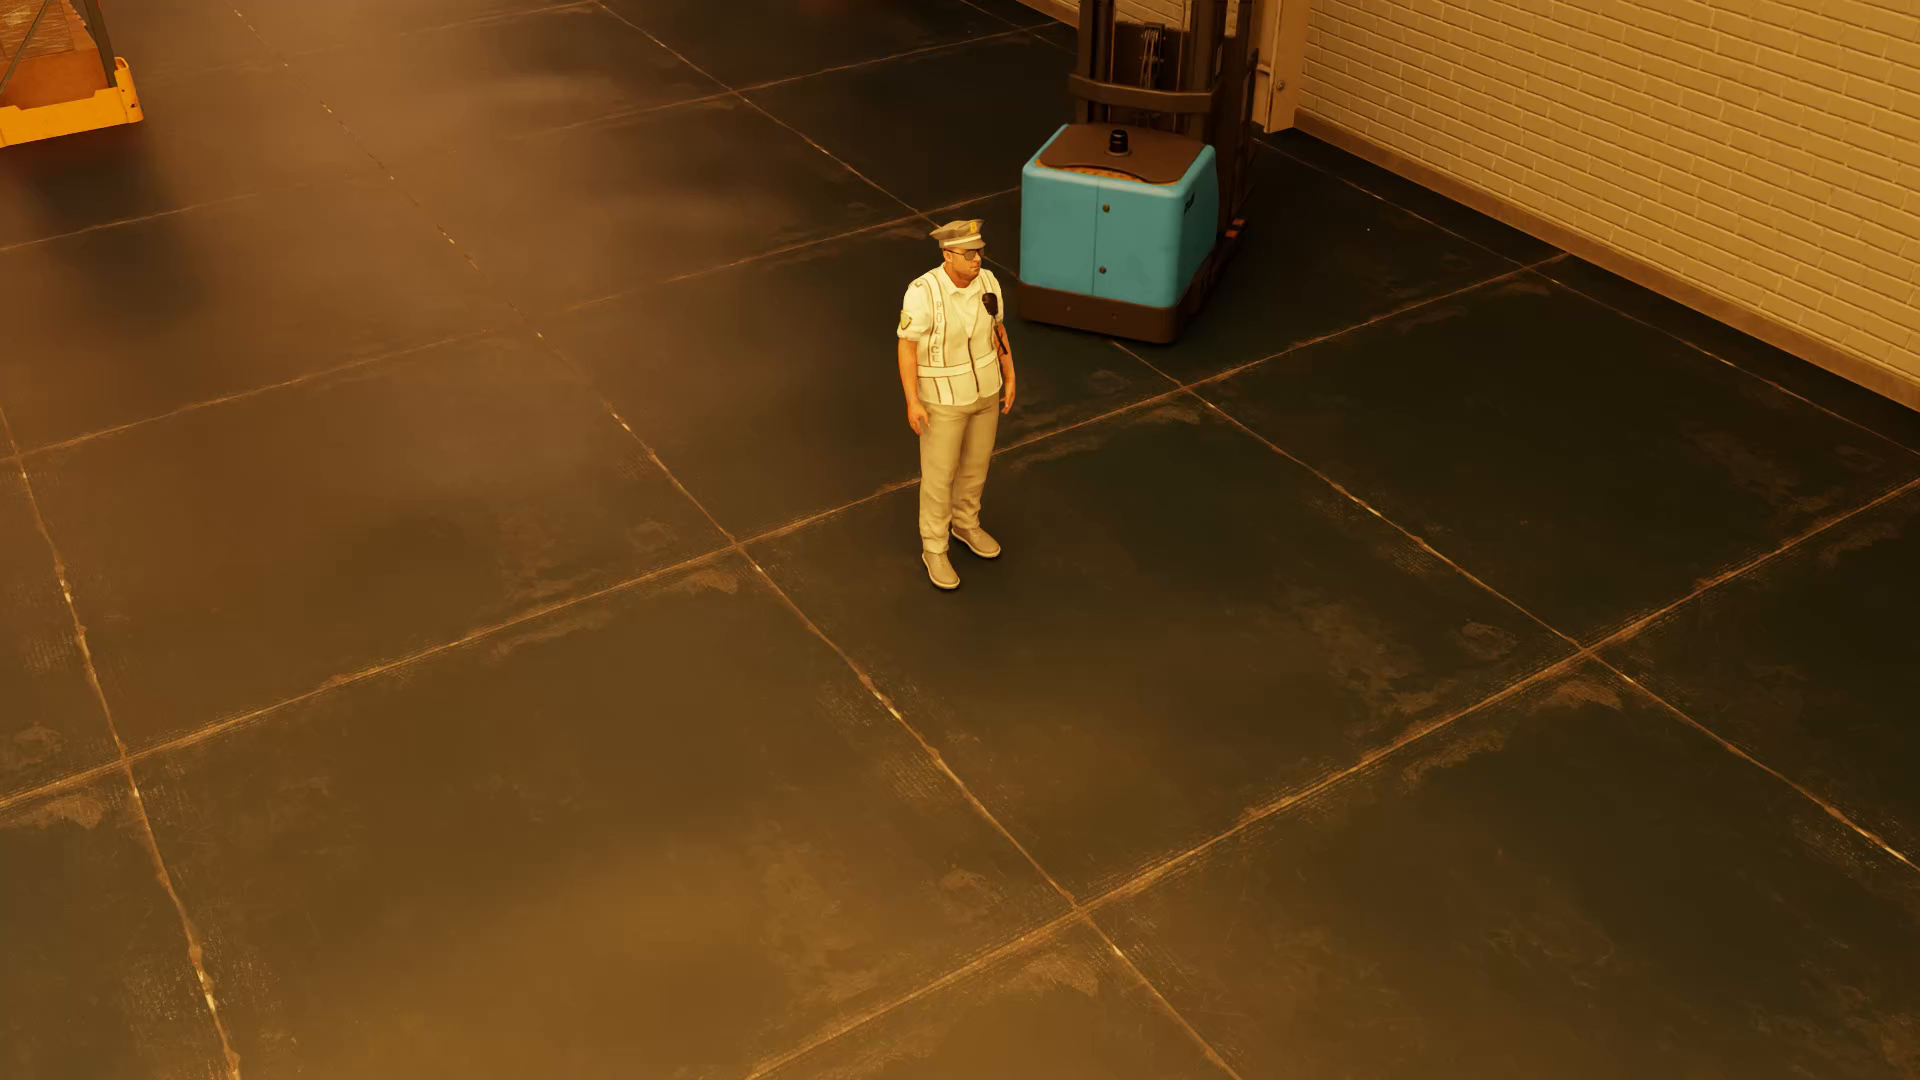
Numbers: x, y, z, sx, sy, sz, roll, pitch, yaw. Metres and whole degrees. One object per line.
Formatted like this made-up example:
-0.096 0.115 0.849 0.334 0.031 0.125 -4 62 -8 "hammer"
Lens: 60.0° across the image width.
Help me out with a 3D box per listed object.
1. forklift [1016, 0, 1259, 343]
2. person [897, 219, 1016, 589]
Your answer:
1.379 -3.259 10.786 1.130 2.935 3.031 13 37 18 "forklift"
0.033 -0.694 8.122 0.641 1.780 0.574 -21 40 -27 "person"
